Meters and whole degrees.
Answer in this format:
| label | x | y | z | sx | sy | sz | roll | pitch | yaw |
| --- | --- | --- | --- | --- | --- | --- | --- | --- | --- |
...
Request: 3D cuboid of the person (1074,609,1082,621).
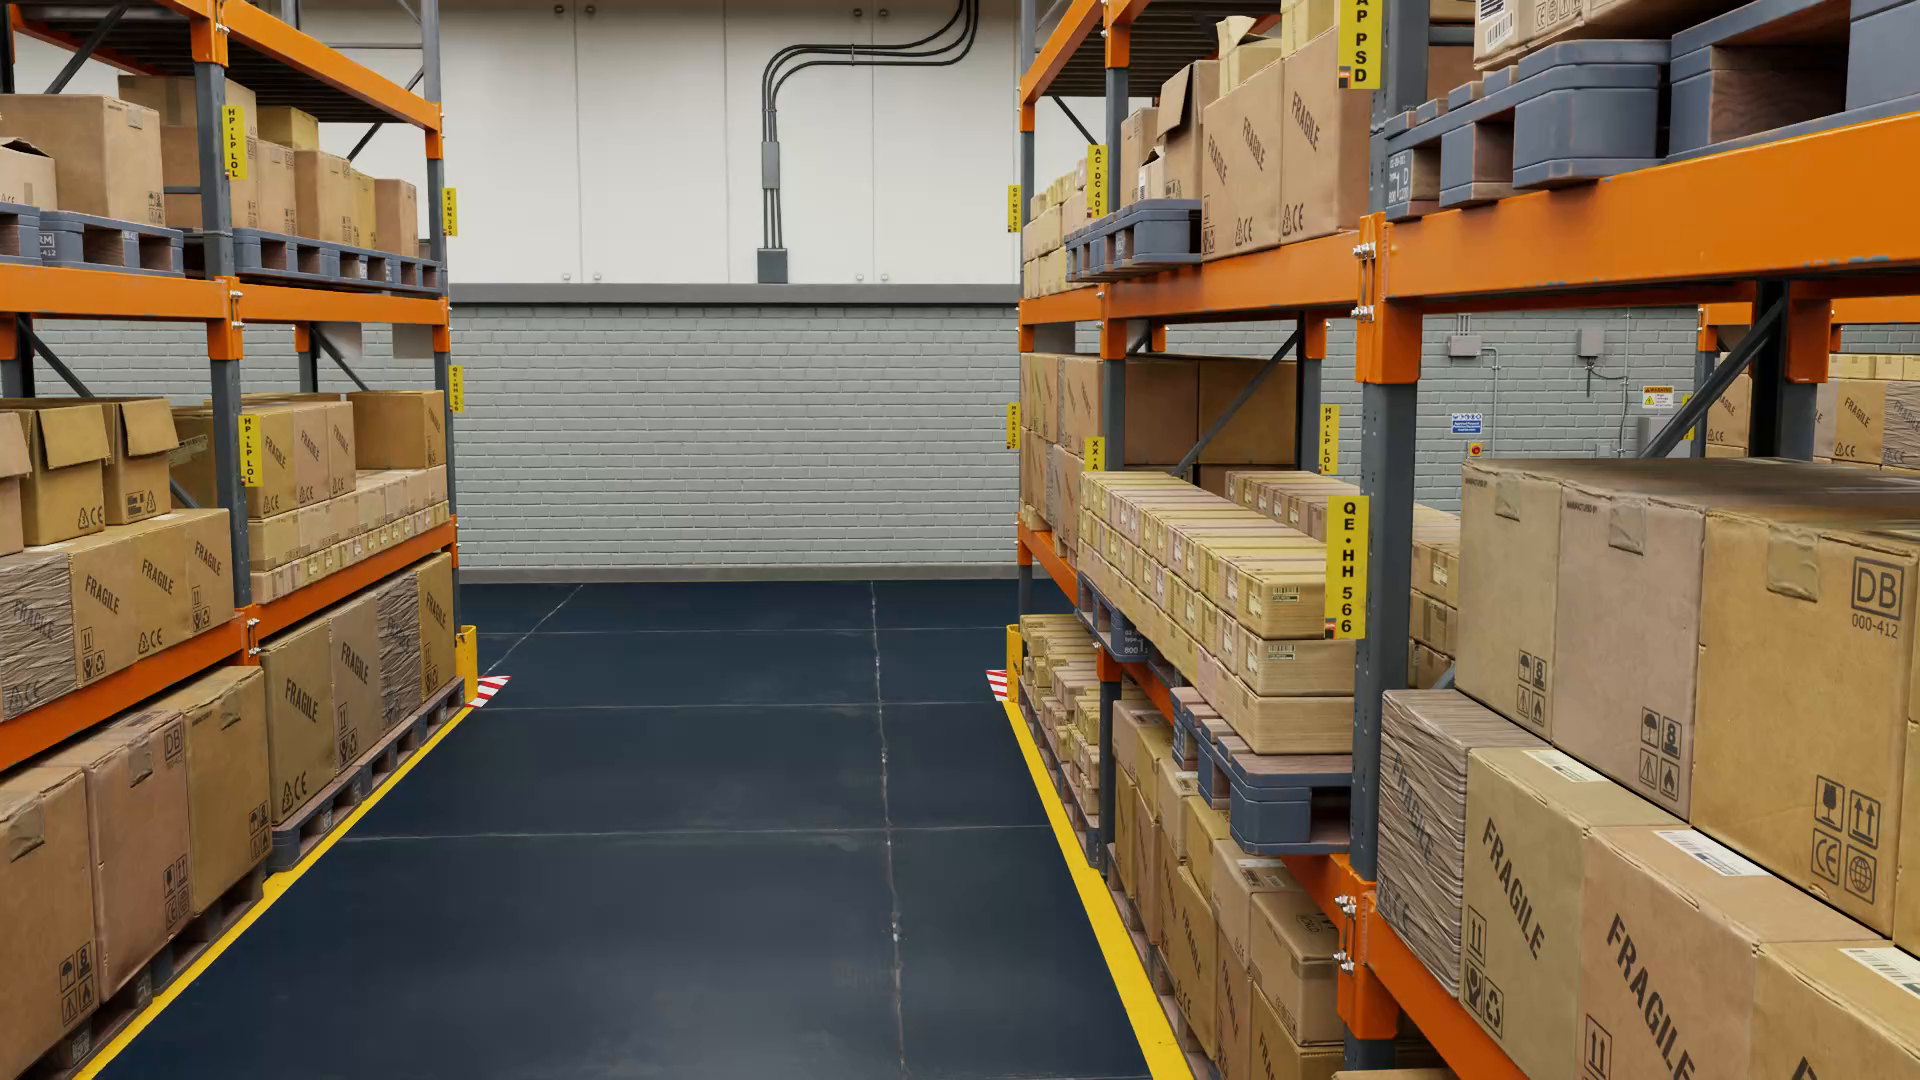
| label | x | y | z | sx | sy | sz | roll | pitch | yaw |
| --- | --- | --- | --- | --- | --- | --- | --- | --- | --- |
| person | 1.335 | 0.389 | 14.859 | 0.927 | 0.776 | 0.460 | -1 | 7 | -5 |
